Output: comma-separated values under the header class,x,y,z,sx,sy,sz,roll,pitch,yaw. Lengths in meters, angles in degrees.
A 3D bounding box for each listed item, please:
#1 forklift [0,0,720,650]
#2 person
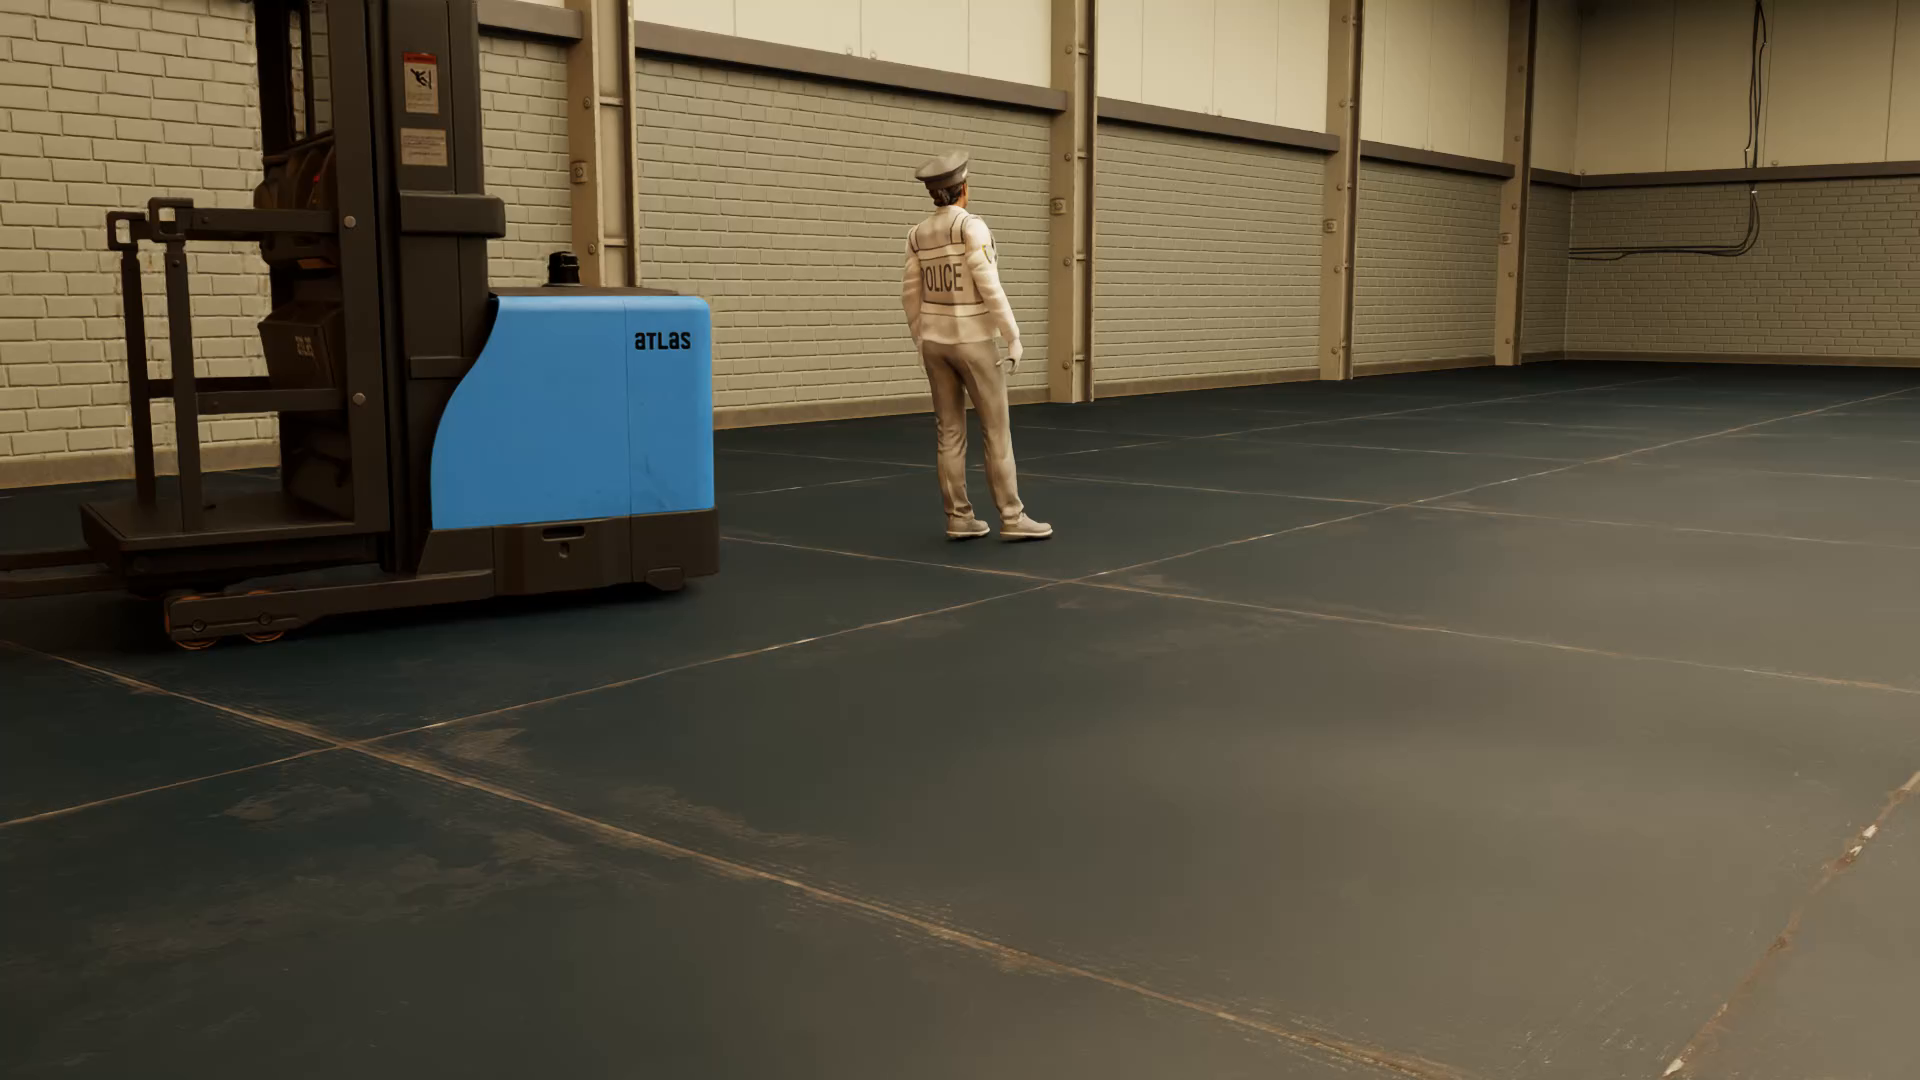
class,x,y,z,sx,sy,sz,roll,pitch,yaw
forklift,-2.395,-1.200,5.480,3.031,2.935,1.130,-5,10,-33
person,0.048,-0.853,7.330,0.587,1.695,0.531,7,11,38
